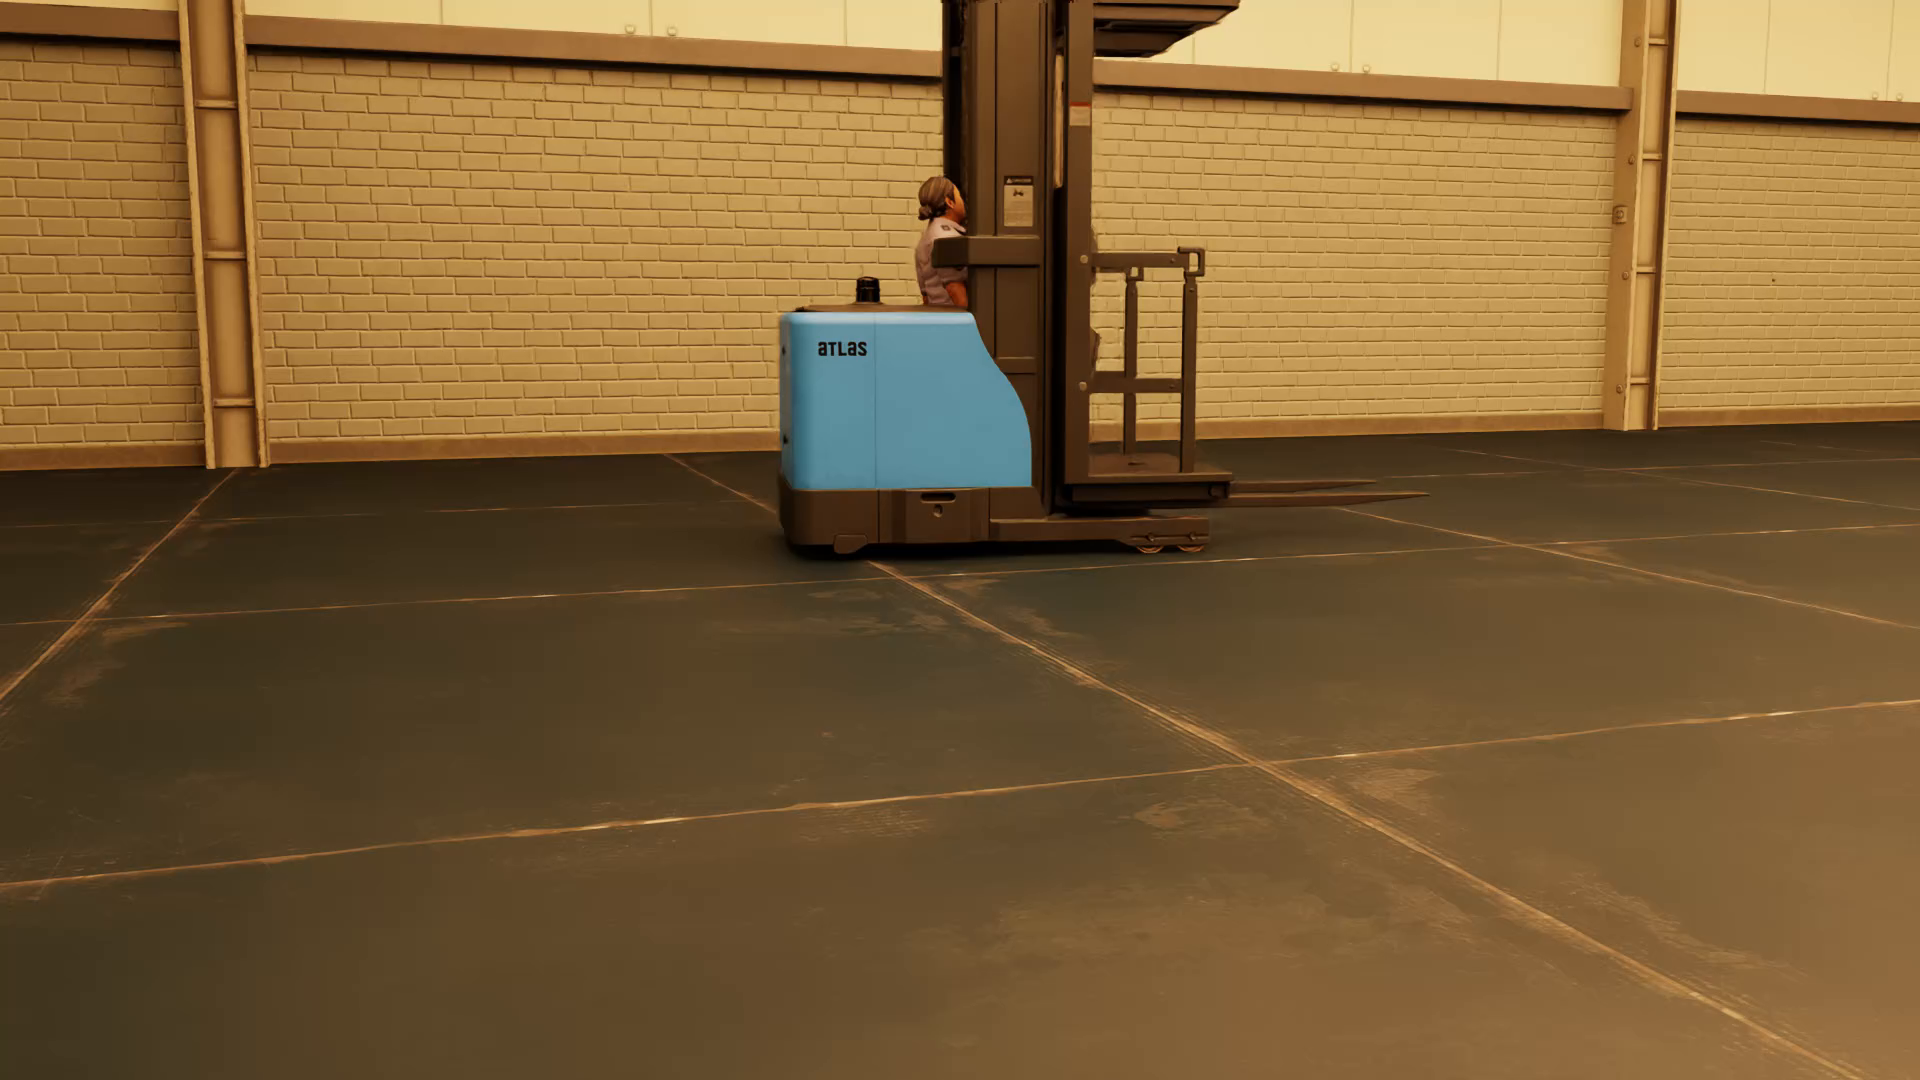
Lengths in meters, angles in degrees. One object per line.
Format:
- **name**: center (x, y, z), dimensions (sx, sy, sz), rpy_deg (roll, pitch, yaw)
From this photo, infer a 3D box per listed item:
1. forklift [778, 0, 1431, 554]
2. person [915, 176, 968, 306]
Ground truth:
- **forklift**: center (0.680, -1.459, 7.774), dimensions (3.031, 2.935, 1.130), rpy_deg (-1, 8, -9)
- **person**: center (0.073, -0.870, 7.807), dimensions (0.541, 1.644, 0.596), rpy_deg (-3, 8, -18)
